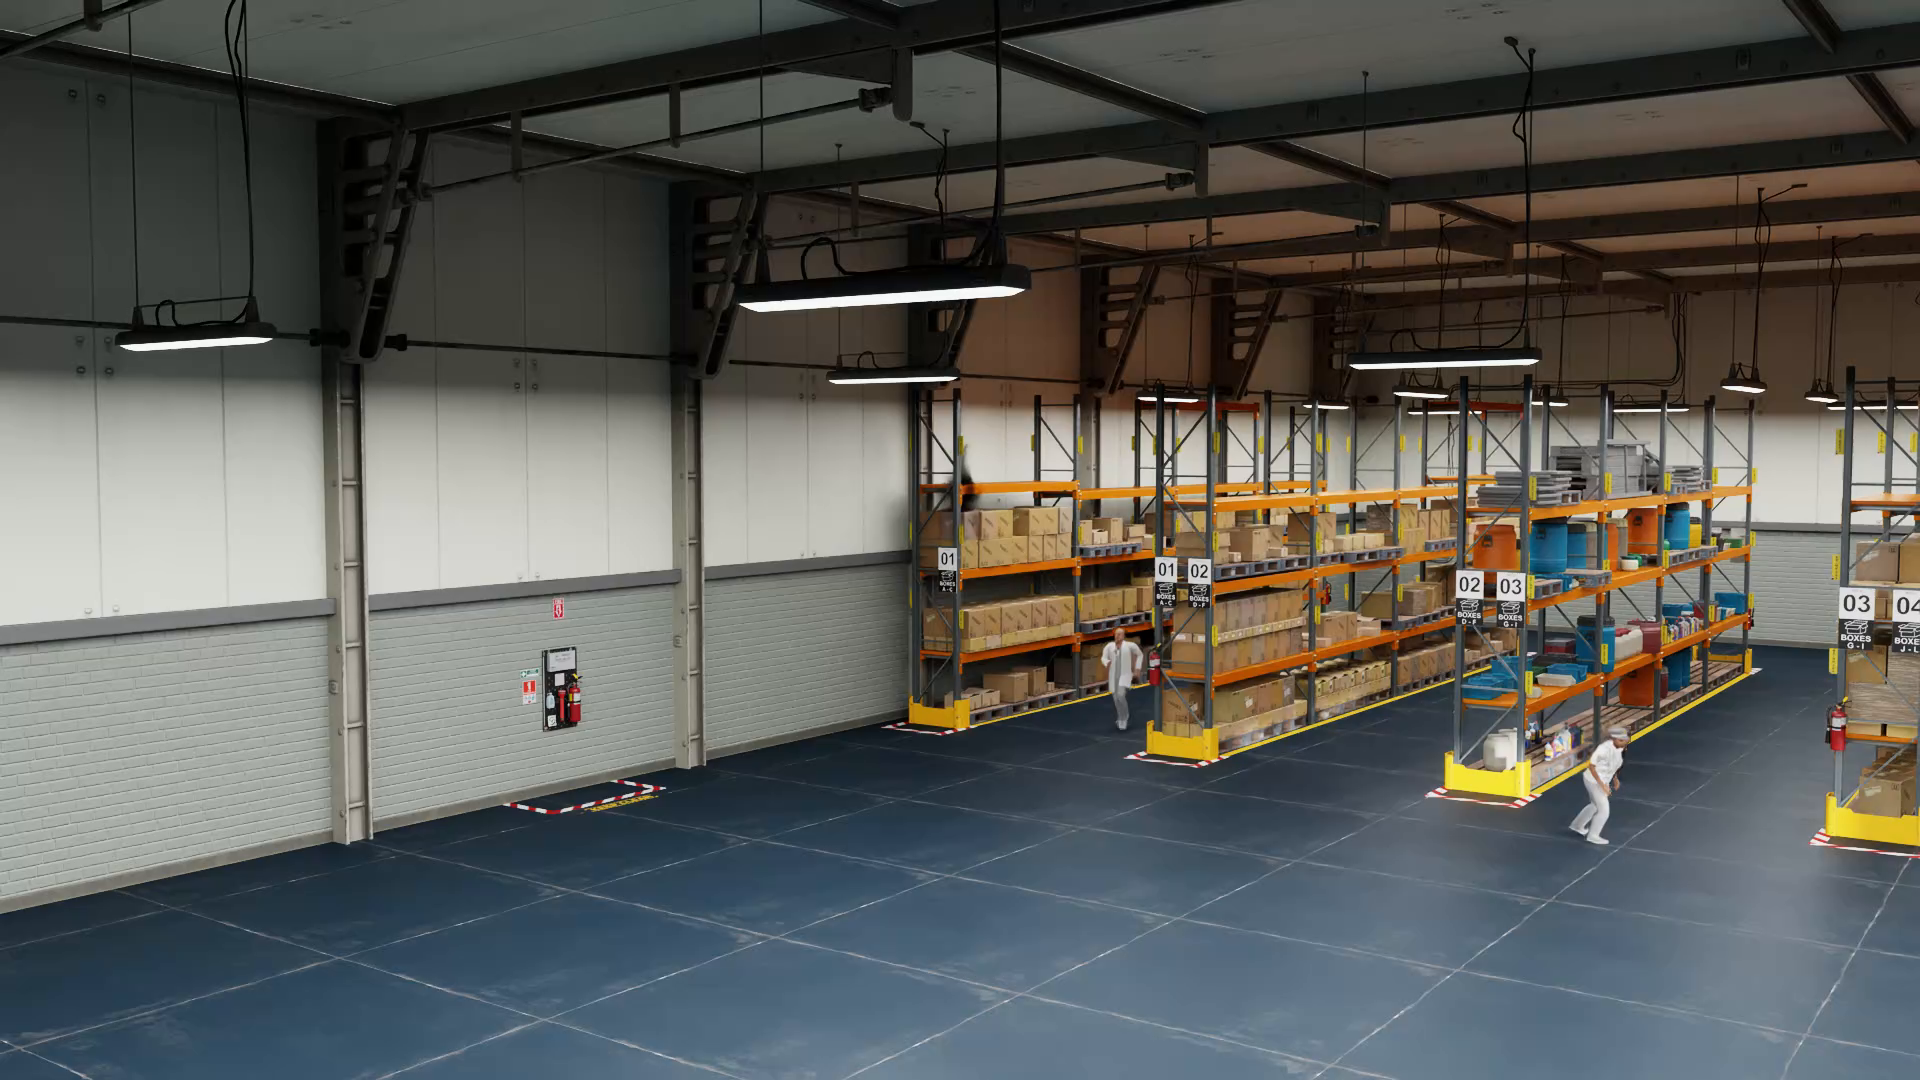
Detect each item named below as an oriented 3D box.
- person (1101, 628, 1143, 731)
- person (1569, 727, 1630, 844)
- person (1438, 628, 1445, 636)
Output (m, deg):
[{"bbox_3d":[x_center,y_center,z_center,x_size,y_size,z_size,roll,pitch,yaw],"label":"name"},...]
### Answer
[{"bbox_3d":[2.824,2.452,29.293,0.683,1.810,0.881,1,4,24],"label":"person"},{"bbox_3d":[8.038,3.056,20.929,0.623,1.515,0.861,-3,4,-44],"label":"person"},{"bbox_3d":[12.104,1.800,42.283,0.690,1.610,1.131,-2,4,-37],"label":"person"}]
